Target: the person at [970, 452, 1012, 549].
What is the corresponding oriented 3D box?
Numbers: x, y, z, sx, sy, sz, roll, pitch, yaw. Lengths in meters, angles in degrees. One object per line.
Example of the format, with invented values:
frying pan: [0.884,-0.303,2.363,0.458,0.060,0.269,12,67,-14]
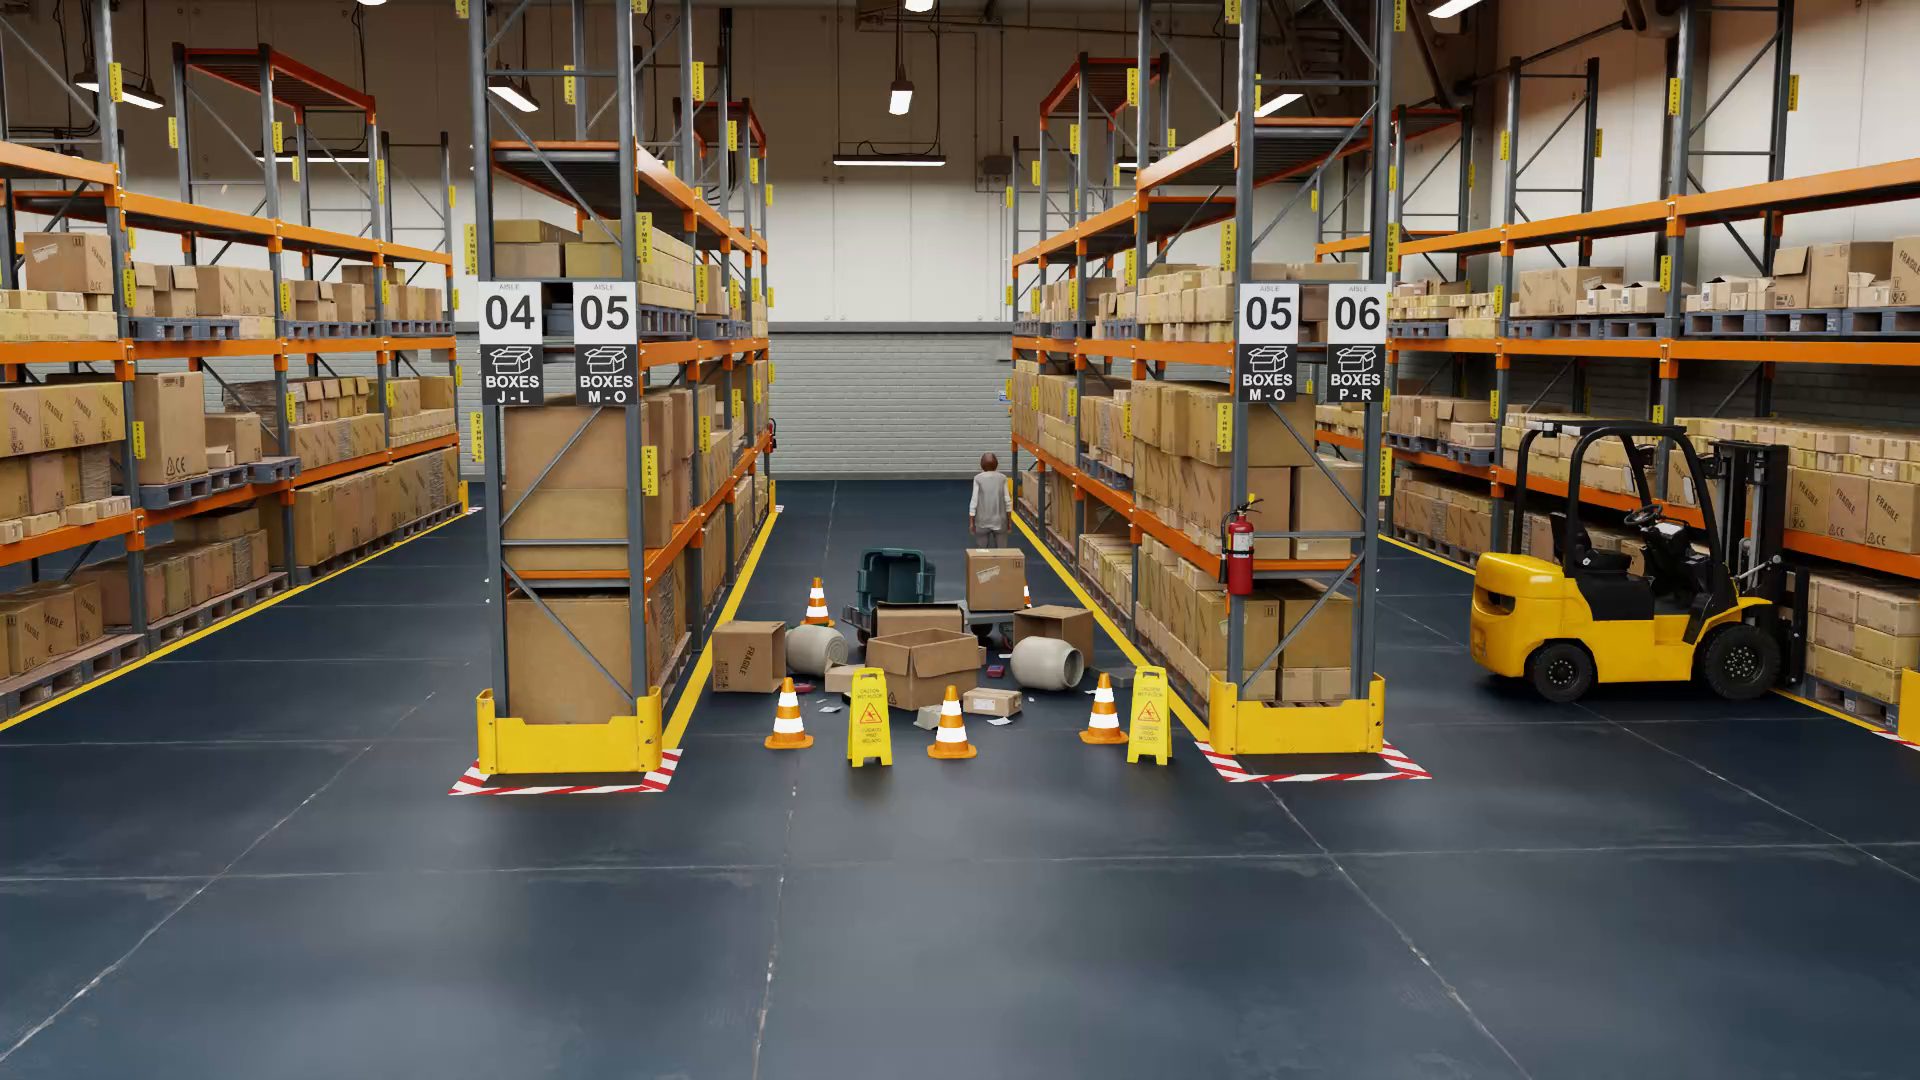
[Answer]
person: [0.337,-0.156,18.062,0.469,1.593,0.366,-1,7,-4]
